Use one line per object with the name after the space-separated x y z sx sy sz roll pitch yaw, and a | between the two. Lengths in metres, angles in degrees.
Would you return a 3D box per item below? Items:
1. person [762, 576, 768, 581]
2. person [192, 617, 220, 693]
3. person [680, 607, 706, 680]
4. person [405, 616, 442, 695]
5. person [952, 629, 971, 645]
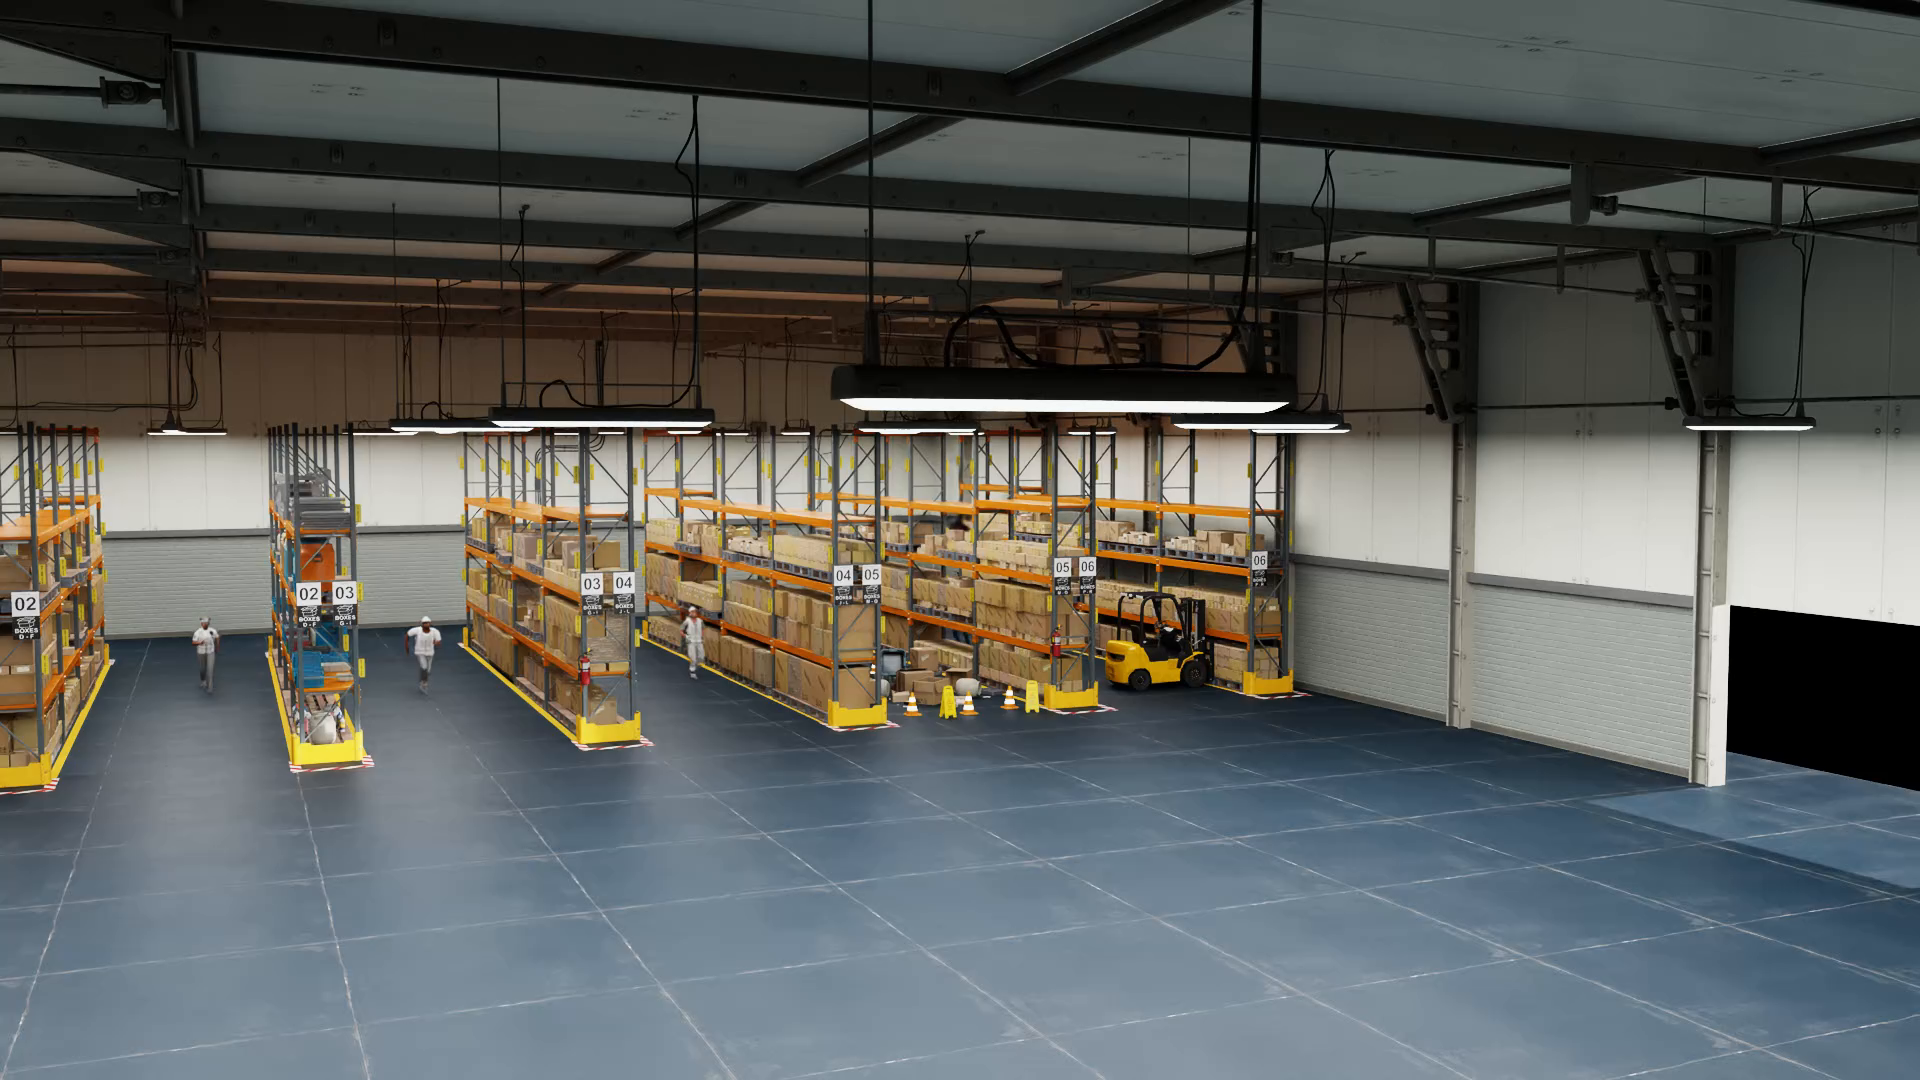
-5.917 1.839 50.630 0.769 1.636 0.607 -2 4 -33 | person
-17.019 2.560 37.558 0.575 1.685 0.938 -1 4 -23 | person
-6.301 2.445 39.395 0.648 1.737 0.614 -2 4 -30 | person
-11.979 2.574 37.185 0.733 1.755 0.812 -2 4 -31 | person
-0.001 2.183 44.857 0.545 1.601 0.818 -1 4 -22 | person
